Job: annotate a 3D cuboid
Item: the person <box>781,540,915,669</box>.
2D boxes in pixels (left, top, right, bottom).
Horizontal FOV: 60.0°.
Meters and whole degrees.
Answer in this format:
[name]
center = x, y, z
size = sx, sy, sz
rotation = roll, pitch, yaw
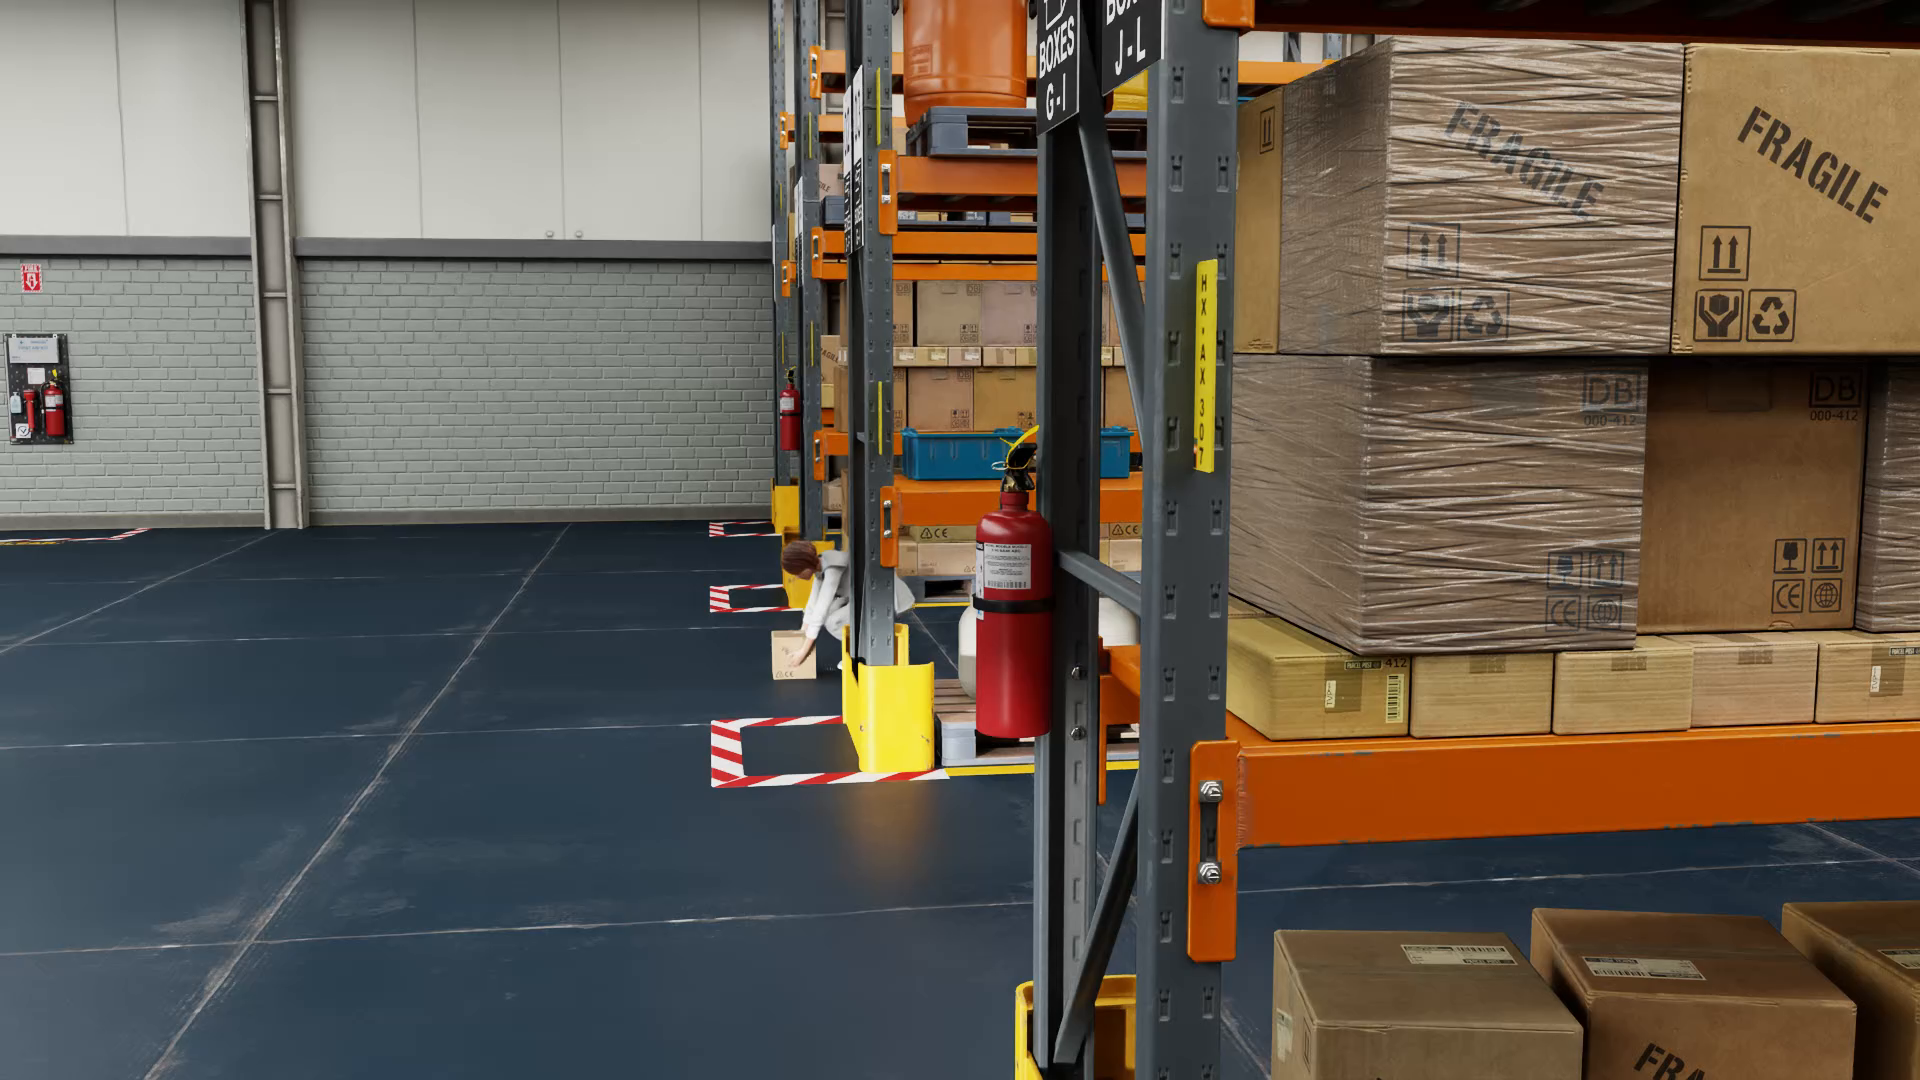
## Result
[person]
center = -0.666, 0.404, 9.945
size = 0.800, 0.816, 0.434
rotation = -1, 7, -9
